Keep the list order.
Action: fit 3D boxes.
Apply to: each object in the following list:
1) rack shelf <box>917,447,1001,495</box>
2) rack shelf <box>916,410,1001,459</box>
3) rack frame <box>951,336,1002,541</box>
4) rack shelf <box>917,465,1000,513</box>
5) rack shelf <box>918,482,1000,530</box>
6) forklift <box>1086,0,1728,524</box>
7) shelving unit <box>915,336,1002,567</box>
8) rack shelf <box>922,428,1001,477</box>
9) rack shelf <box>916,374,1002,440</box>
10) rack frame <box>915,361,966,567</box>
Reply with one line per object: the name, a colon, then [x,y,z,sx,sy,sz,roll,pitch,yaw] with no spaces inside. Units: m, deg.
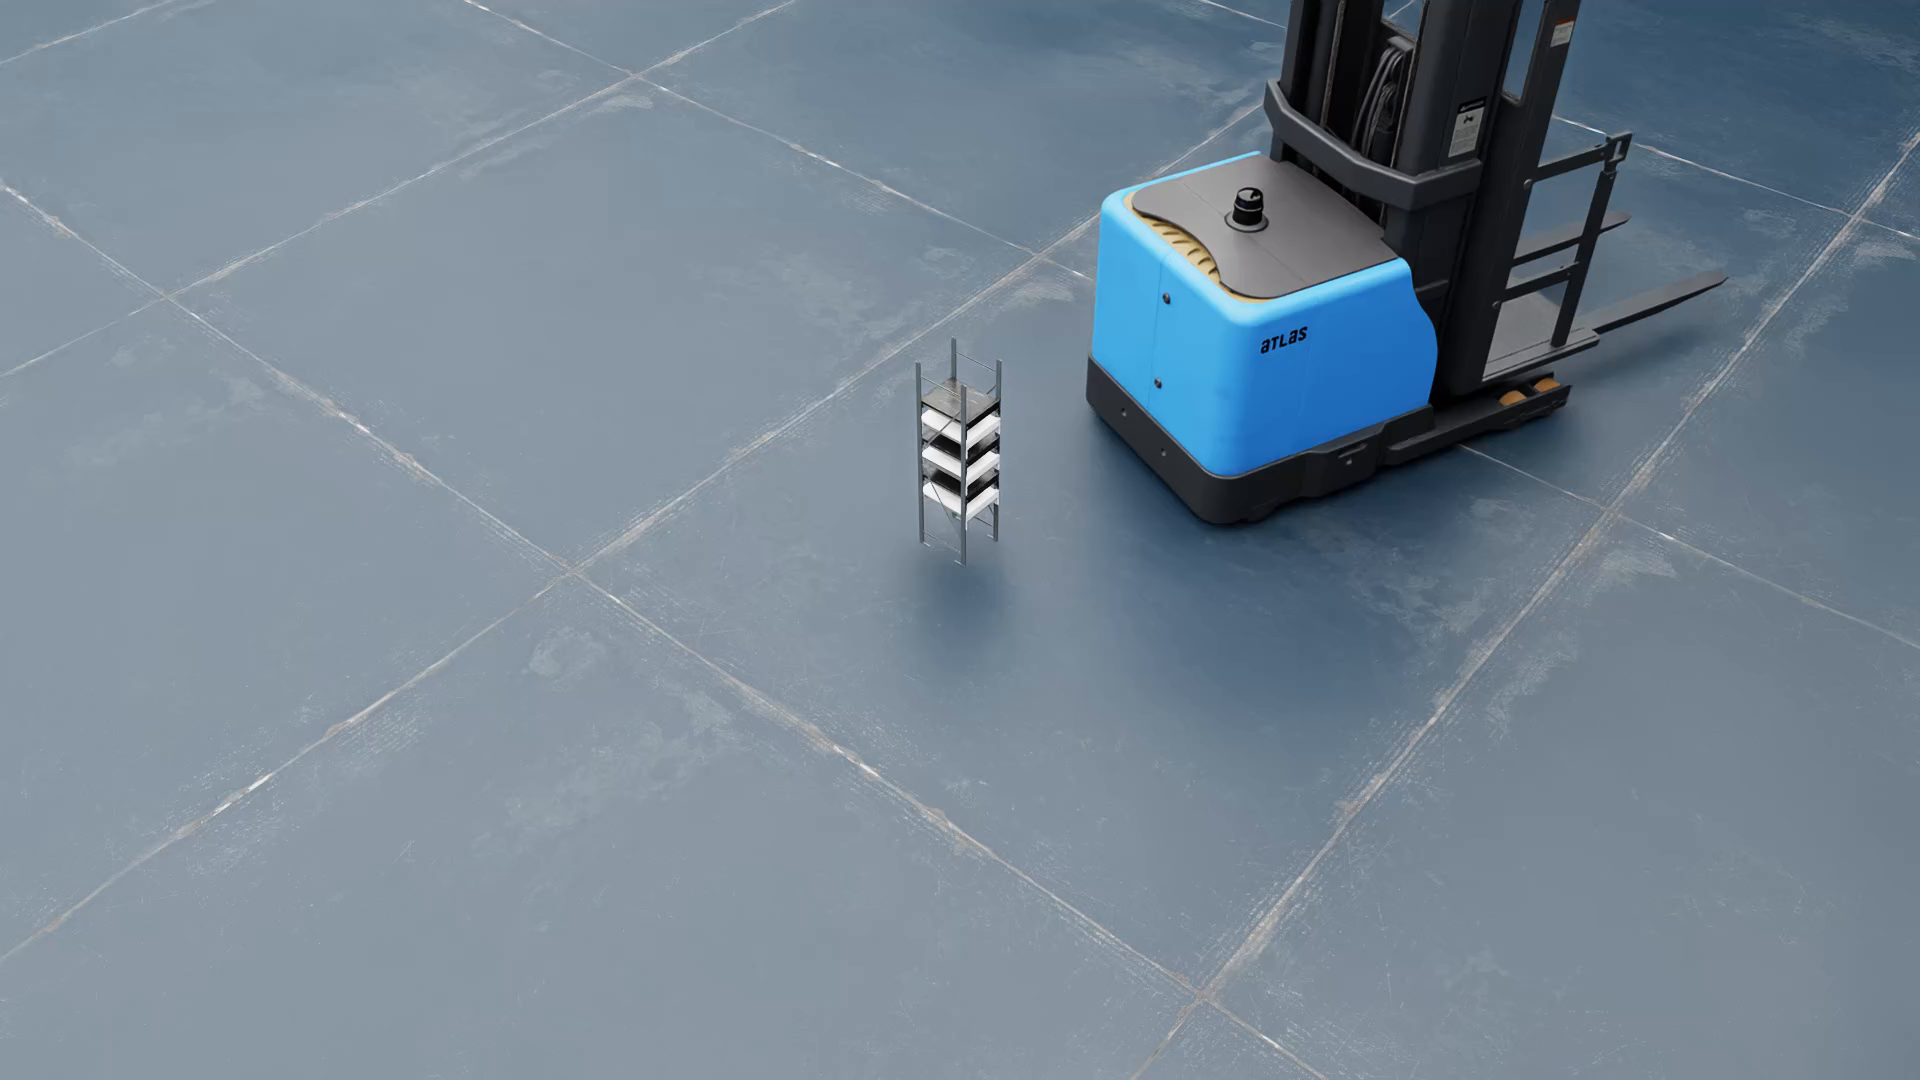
rack shelf: [-0.005,-0.304,6.465,0.258,0.077,0.200,29,50,28]
rack shelf: [-0.005,-0.437,6.344,0.258,0.077,0.200,29,50,28]
rack frame: [0.060,-0.381,6.500,0.240,0.900,0.006,29,50,28]
rack shelf: [-0.005,-0.238,6.526,0.258,0.077,0.200,29,50,28]
rack shelf: [-0.005,-0.171,6.586,0.258,0.077,0.200,29,50,28]
forklift: [2.099,-1.864,6.621,3.031,2.935,1.130,-20,46,-21]
shelving unit: [-0.005,-0.329,6.443,0.258,0.900,0.210,29,50,28]
rack shelf: [-0.005,-0.371,6.405,0.258,0.077,0.200,29,50,28]
rack shelf: [-0.005,-0.504,6.283,0.258,0.077,0.200,29,50,28]
rack frame: [-0.071,-0.276,6.385,0.240,0.900,0.006,29,50,28]
